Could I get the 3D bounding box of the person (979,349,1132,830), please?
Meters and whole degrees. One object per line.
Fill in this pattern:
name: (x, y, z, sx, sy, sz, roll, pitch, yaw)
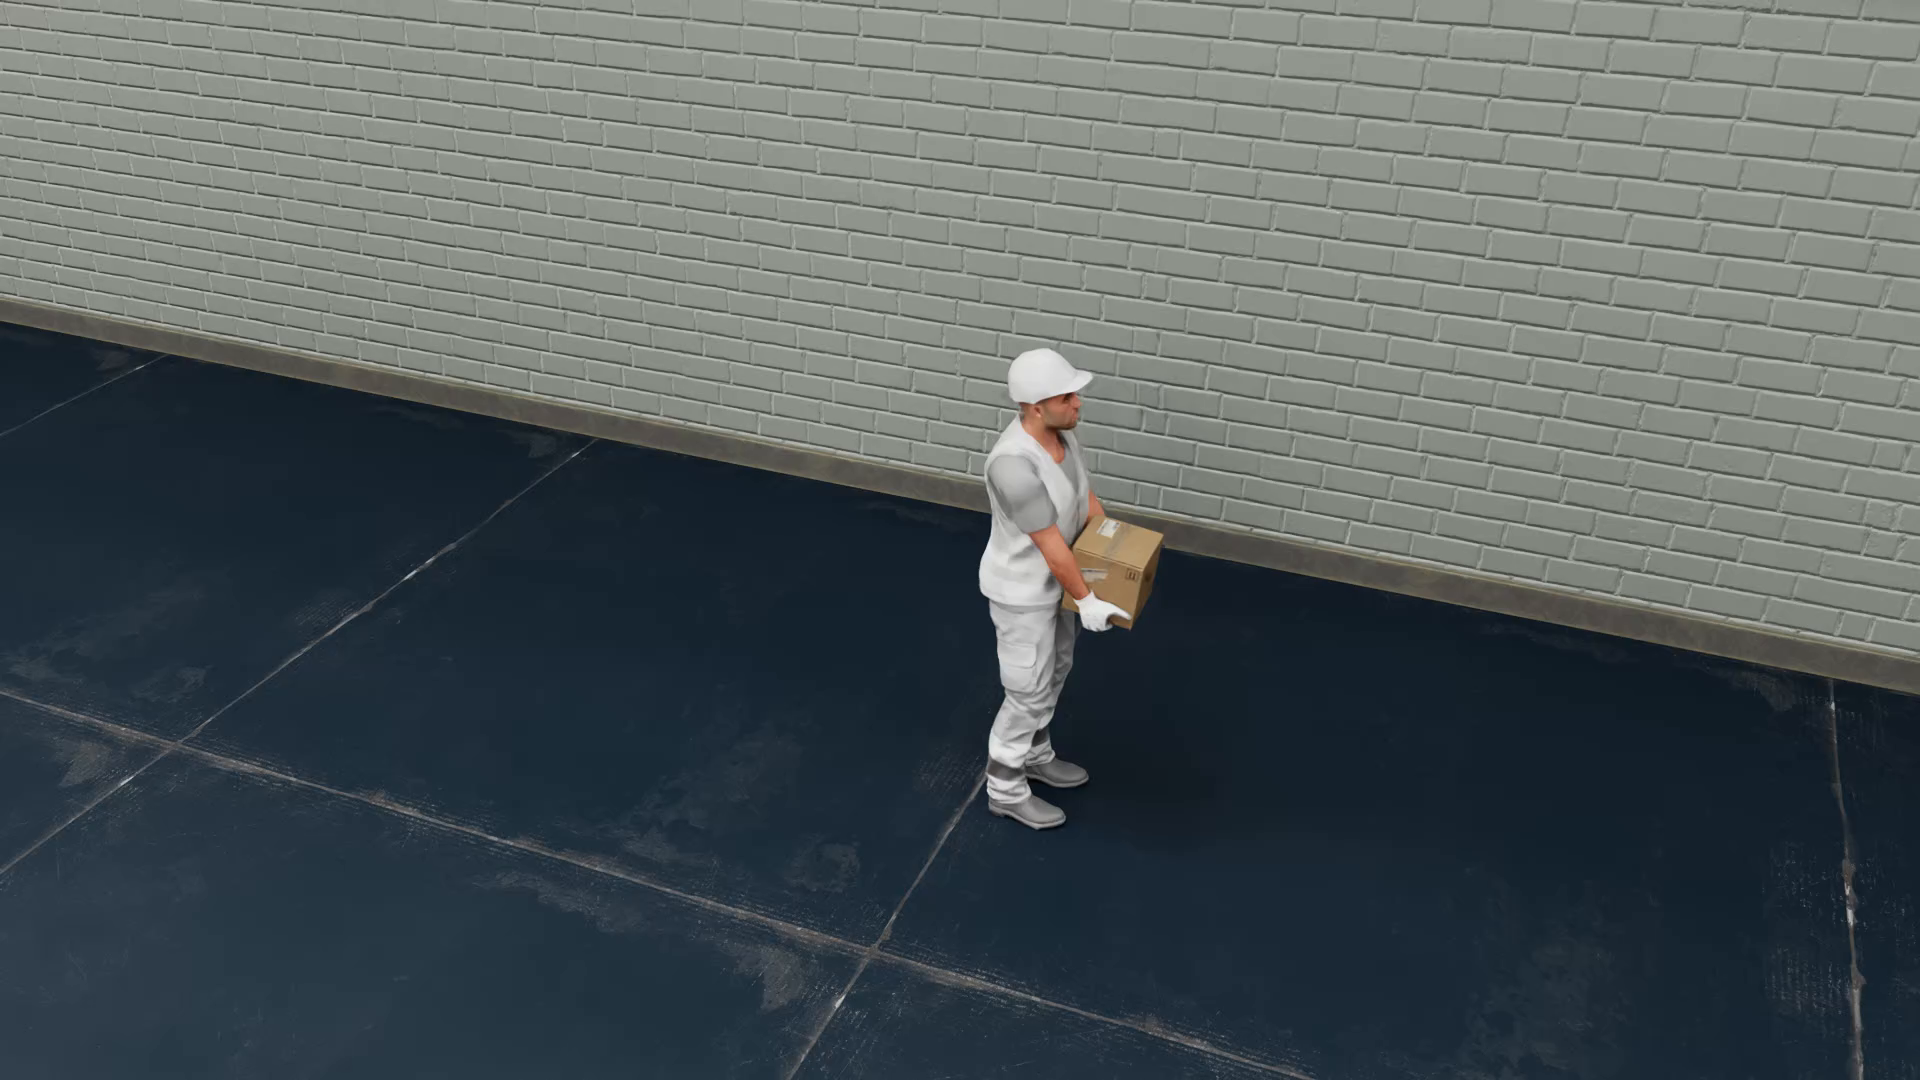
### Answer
person: (0.363, 0.184, 5.776, 0.563, 1.786, 0.495, 11, 31, 19)
